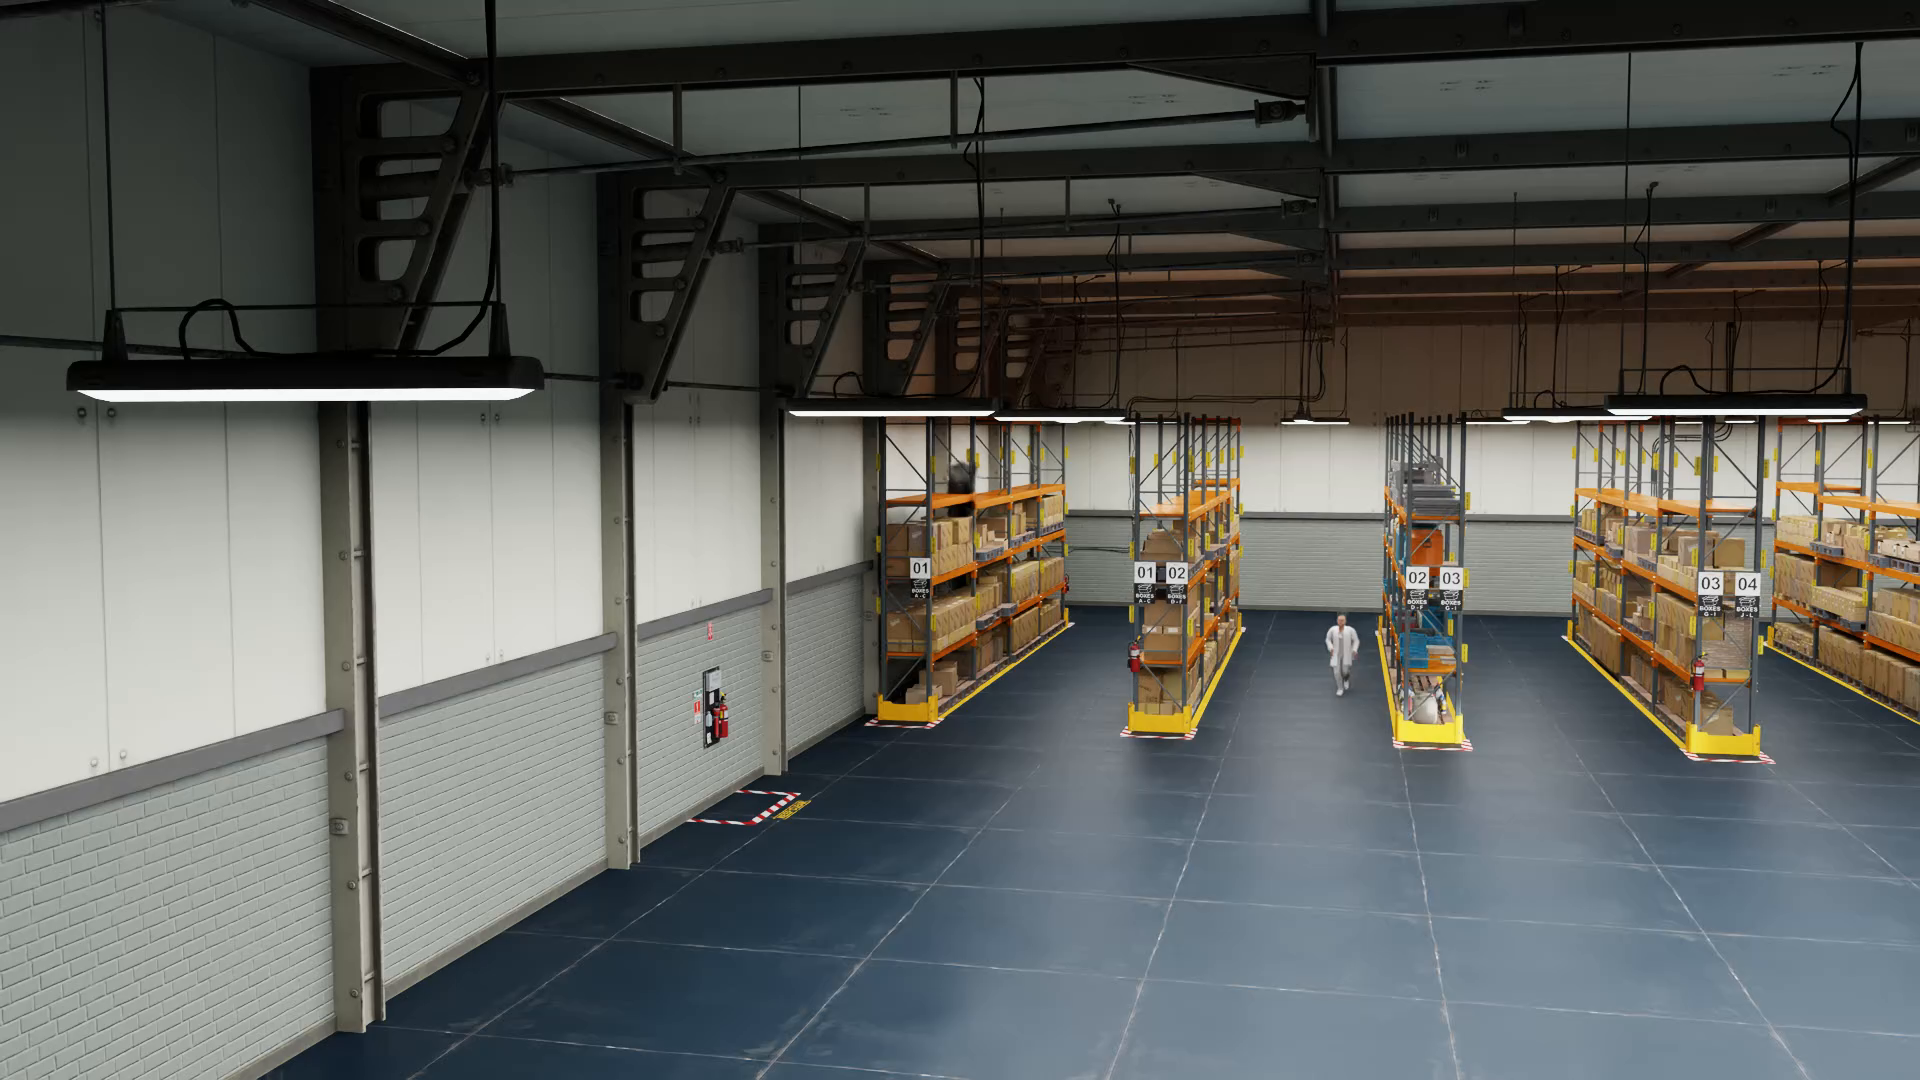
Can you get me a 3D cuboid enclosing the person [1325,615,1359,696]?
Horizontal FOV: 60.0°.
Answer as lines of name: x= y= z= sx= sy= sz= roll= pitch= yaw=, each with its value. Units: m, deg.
person: x=8.164 y=2.461 z=35.562 sx=0.701 sy=1.724 sz=0.662 roll=1 pitch=4 yaw=16
